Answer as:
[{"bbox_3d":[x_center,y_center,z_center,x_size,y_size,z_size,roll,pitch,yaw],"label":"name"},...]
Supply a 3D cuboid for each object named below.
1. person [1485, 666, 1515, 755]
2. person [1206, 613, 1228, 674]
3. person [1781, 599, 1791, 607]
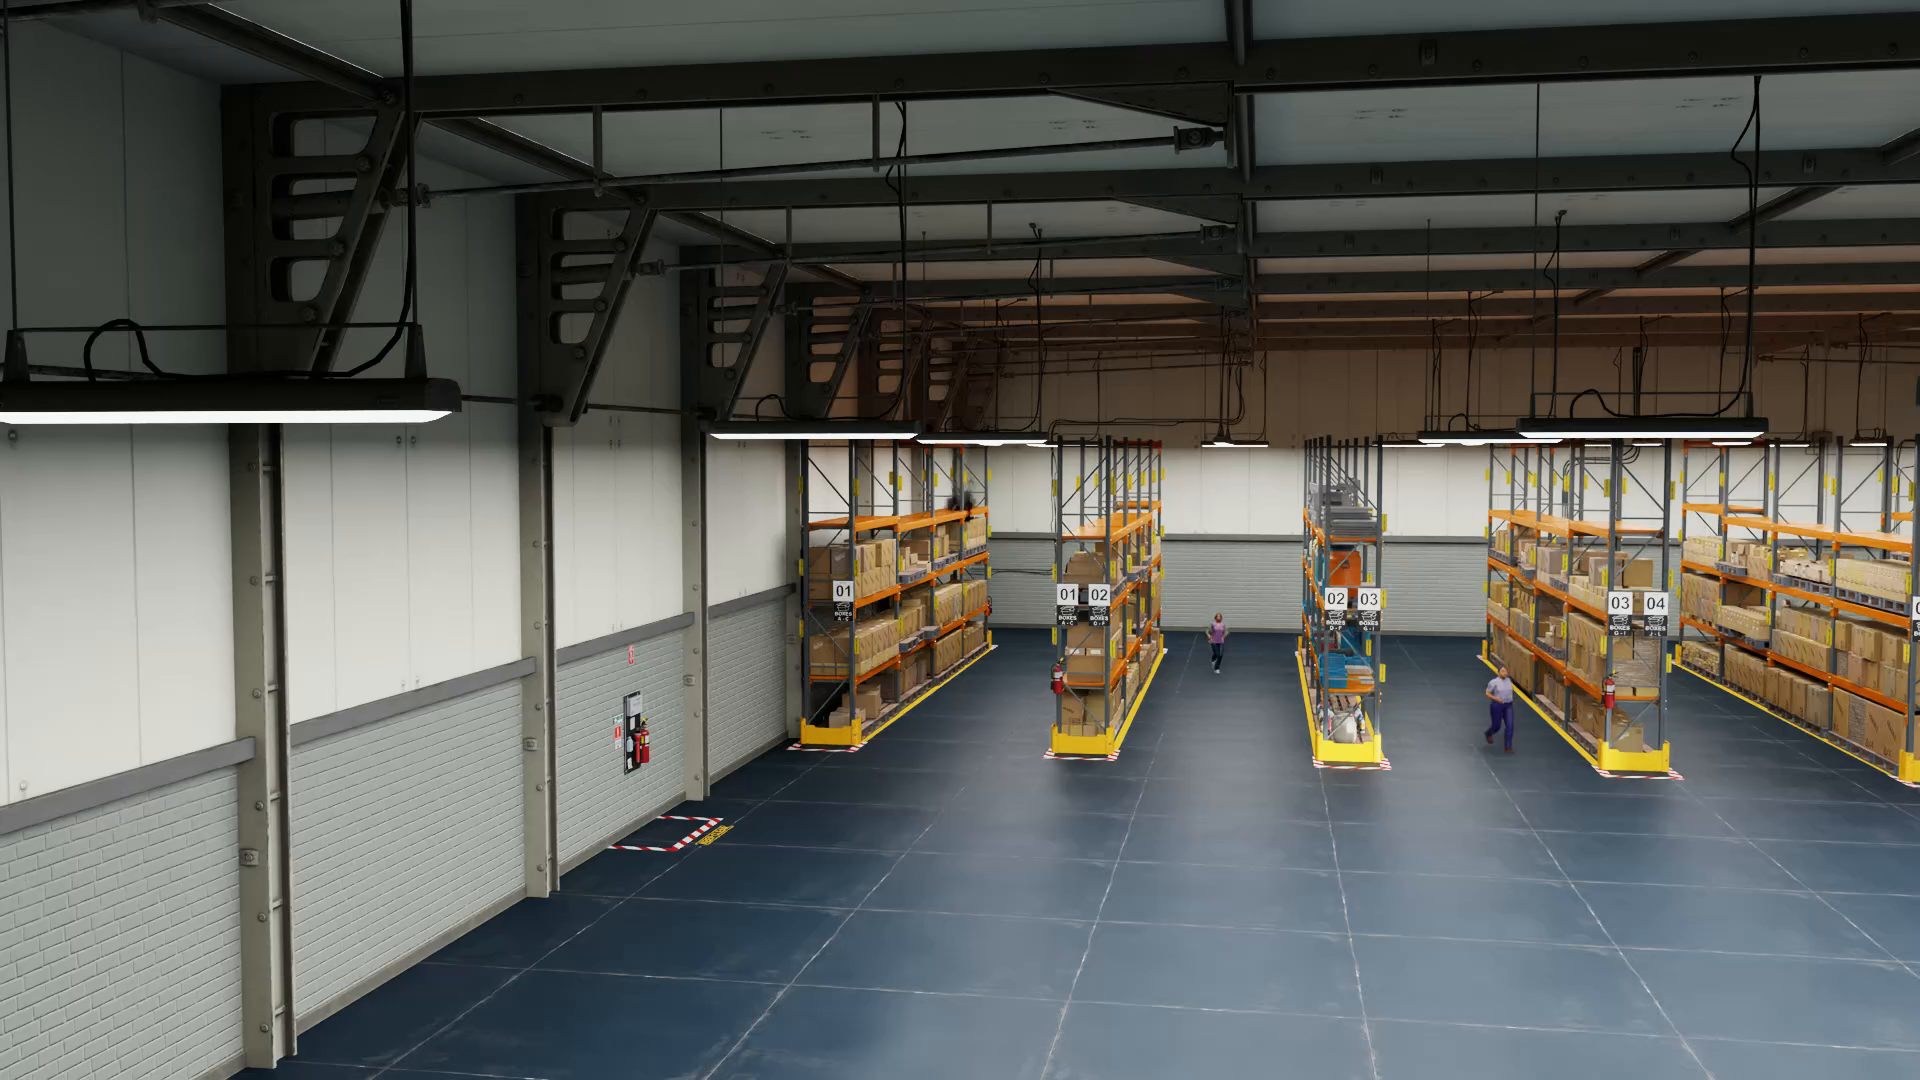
[{"bbox_3d":[10.270,3.200,31.570,0.613,1.647,0.900,0,3,-8],"label":"person"},{"bbox_3d":[6.603,2.643,42.619,0.545,1.554,0.544,0,3,-5],"label":"person"},{"bbox_3d":[22.698,2.440,45.623,0.619,1.643,0.574,0,3,5],"label":"person"}]
